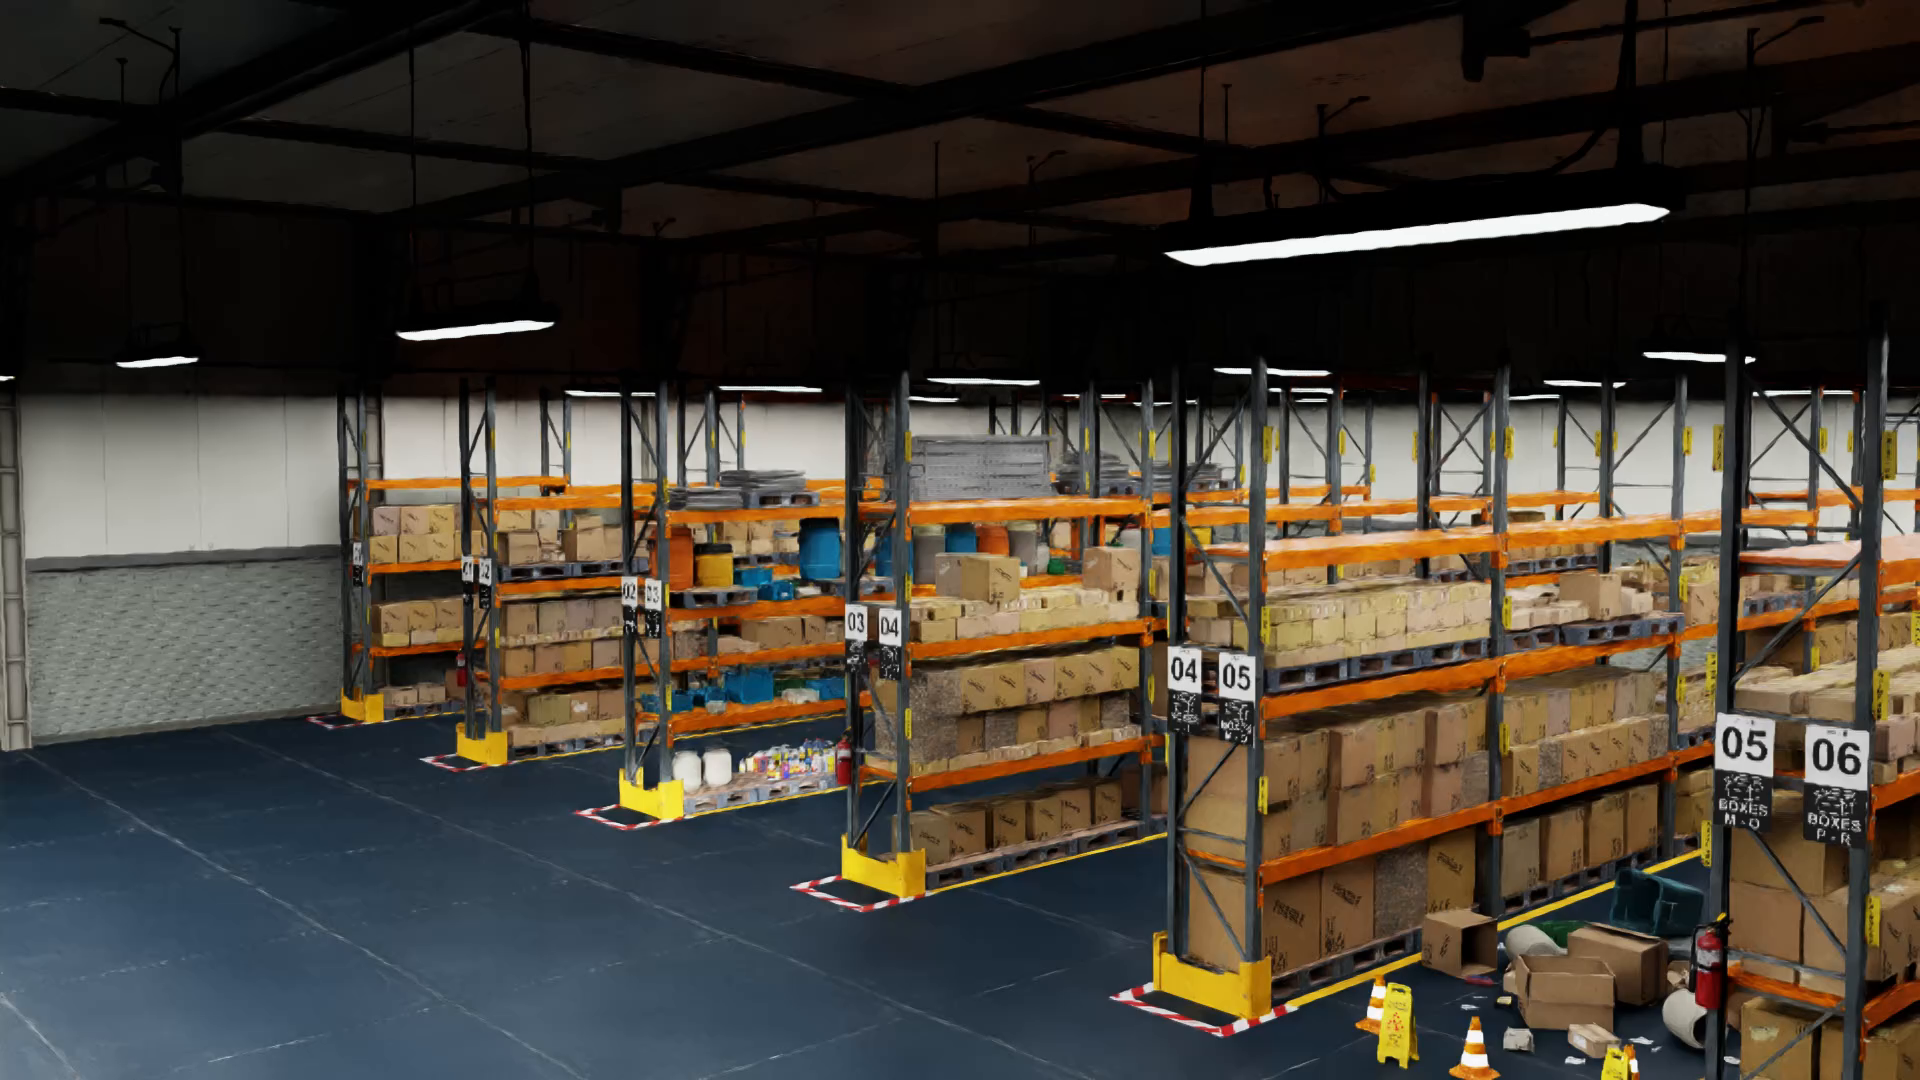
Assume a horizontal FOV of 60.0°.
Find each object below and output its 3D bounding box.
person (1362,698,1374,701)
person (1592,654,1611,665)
[{"bbox_3d":[5.488,2.869,22.586,1.086,1.587,0.495,-3,5,-39],"label":"person"},{"bbox_3d":[11.784,2.314,30.708,0.713,1.655,0.525,-1,4,-11],"label":"person"}]
